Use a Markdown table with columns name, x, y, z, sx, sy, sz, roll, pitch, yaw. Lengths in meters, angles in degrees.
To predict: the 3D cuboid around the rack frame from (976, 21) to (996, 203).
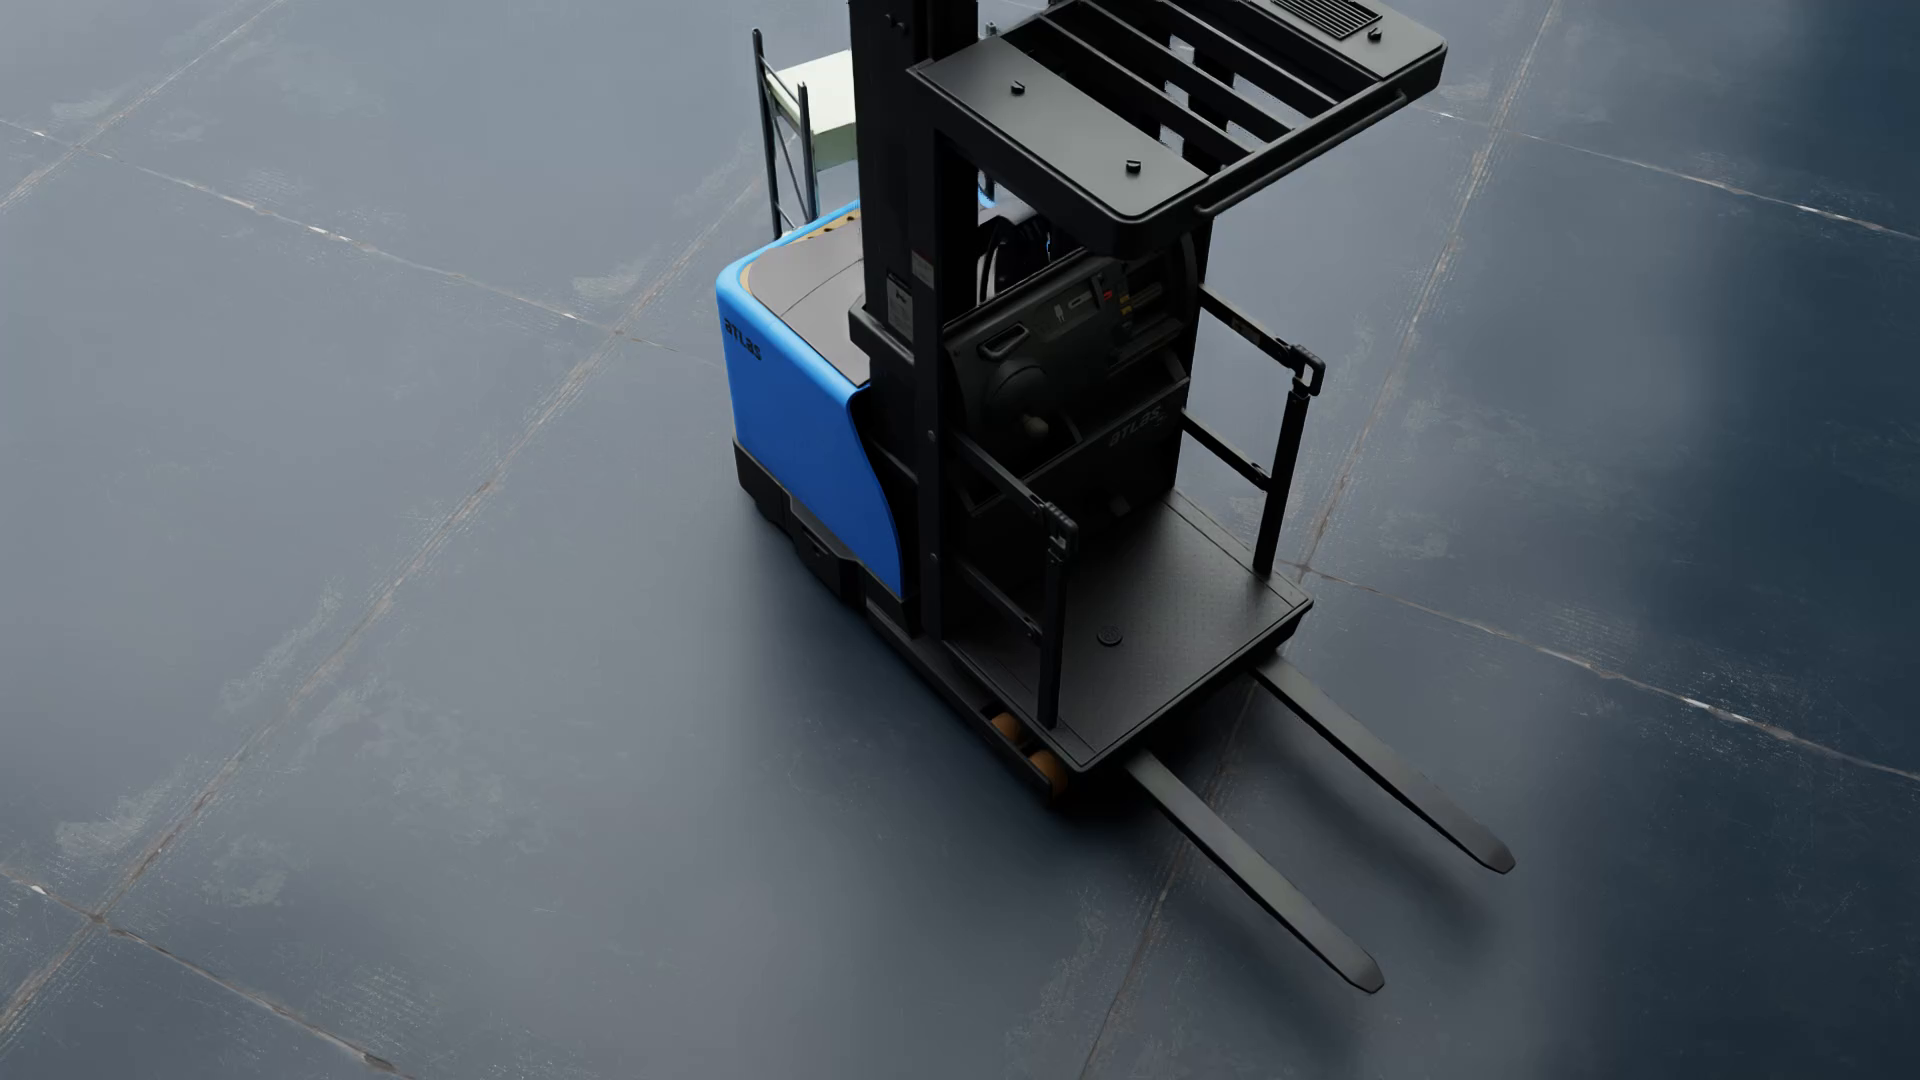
| name | x | y | z | sx | sy | sz | roll | pitch | yaw |
| --- | --- | --- | --- | --- | --- | --- | --- | --- | --- |
| rack frame | 0.019 | -1.439 | 6.489 | 0.023 | 1.500 | 0.400 | -23 | 53 | -18 |

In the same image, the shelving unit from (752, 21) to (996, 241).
| name | x | y | z | sx | sy | sz | roll | pitch | yaw |
| --- | --- | --- | --- | --- | --- | --- | --- | --- | --- |
| shelving unit | -0.300 | -1.303 | 6.373 | 0.755 | 1.500 | 0.431 | -23 | 53 | -18 |

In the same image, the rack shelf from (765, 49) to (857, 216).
| name | x | y | z | sx | sy | sz | roll | pitch | yaw |
| --- | --- | --- | --- | --- | --- | --- | --- | --- | --- |
| rack shelf | -0.301 | -1.556 | 6.076 | 0.720 | 0.370 | 0.431 | -23 | 53 | -18 |

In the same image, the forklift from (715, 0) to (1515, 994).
| name | x | y | z | sx | sy | sz | roll | pitch | yaw |
| --- | --- | --- | --- | --- | --- | --- | --- | --- | --- |
| forklift | 0.483 | -0.532 | 4.778 | 1.130 | 2.935 | 3.031 | -33 | 57 | -25 |

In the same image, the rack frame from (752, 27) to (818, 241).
| name | x | y | z | sx | sy | sz | roll | pitch | yaw |
| --- | --- | --- | --- | --- | --- | --- | --- | --- | --- |
| rack frame | -0.620 | -1.167 | 6.257 | 0.023 | 1.500 | 0.400 | -23 | 53 | -18 |

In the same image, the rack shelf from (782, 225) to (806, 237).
| name | x | y | z | sx | sy | sz | roll | pitch | yaw |
| --- | --- | --- | --- | --- | --- | --- | --- | --- | --- |
| rack shelf | -0.300 | -1.091 | 6.621 | 0.720 | 0.370 | 0.431 | -23 | 53 | -18 |
